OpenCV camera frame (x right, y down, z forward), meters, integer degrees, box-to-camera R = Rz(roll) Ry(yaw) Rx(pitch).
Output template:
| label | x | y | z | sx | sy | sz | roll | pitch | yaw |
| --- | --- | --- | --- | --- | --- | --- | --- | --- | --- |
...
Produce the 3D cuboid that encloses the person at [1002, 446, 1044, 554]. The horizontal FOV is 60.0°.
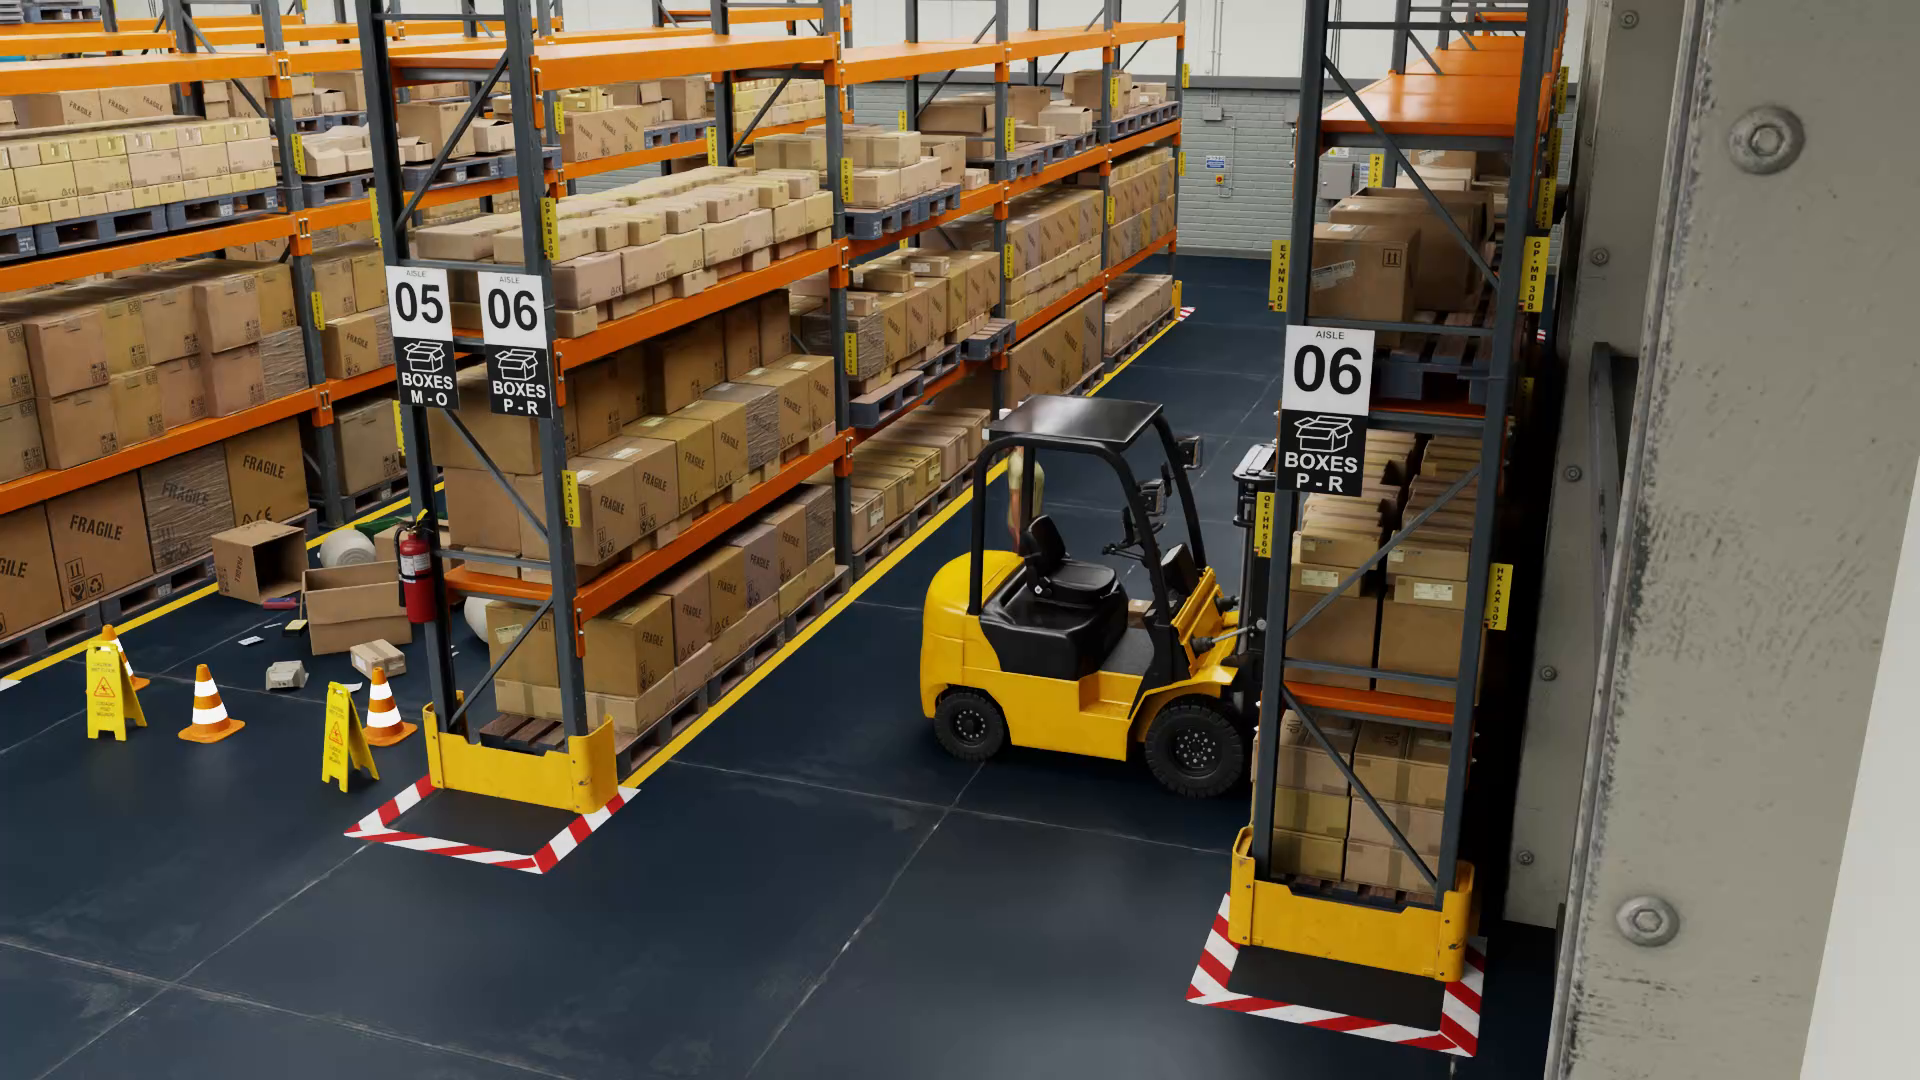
| label | x | y | z | sx | sy | sz | roll | pitch | yaw |
| --- | --- | --- | --- | --- | --- | --- | --- | --- | --- |
| person | 0.481 | -0.106 | 12.348 | 0.452 | 1.675 | 0.474 | 1 | 19 | 2 |
